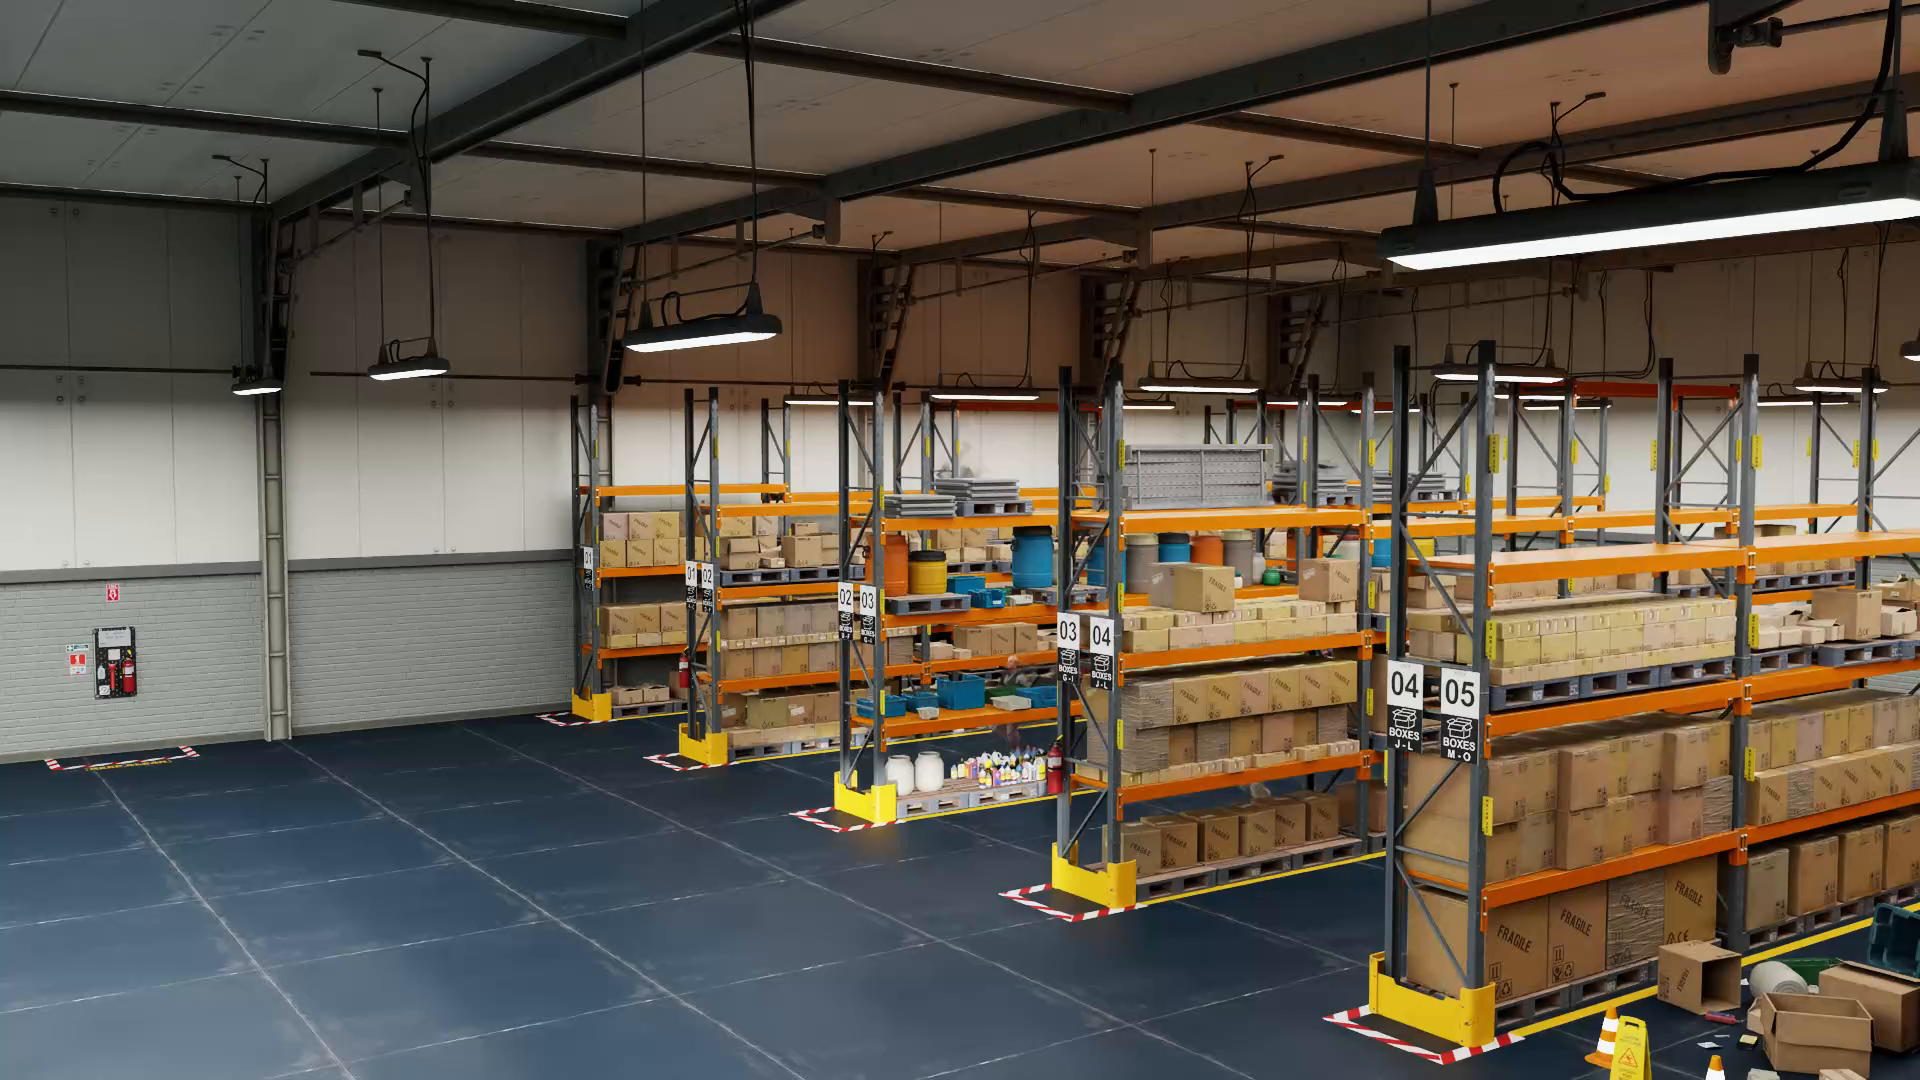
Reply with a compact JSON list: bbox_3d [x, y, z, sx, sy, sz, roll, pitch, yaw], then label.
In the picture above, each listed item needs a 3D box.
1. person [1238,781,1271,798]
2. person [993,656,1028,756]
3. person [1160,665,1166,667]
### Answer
[{"bbox_3d":[4.059,2.939,22.558,0.633,1.747,0.727,-3,4,-36],"label":"person"},{"bbox_3d":[0.797,2.705,26.817,0.637,1.677,0.567,3,5,44],"label":"person"},{"bbox_3d":[3.414,2.552,29.022,0.919,1.678,0.607,-3,4,-38],"label":"person"}]
